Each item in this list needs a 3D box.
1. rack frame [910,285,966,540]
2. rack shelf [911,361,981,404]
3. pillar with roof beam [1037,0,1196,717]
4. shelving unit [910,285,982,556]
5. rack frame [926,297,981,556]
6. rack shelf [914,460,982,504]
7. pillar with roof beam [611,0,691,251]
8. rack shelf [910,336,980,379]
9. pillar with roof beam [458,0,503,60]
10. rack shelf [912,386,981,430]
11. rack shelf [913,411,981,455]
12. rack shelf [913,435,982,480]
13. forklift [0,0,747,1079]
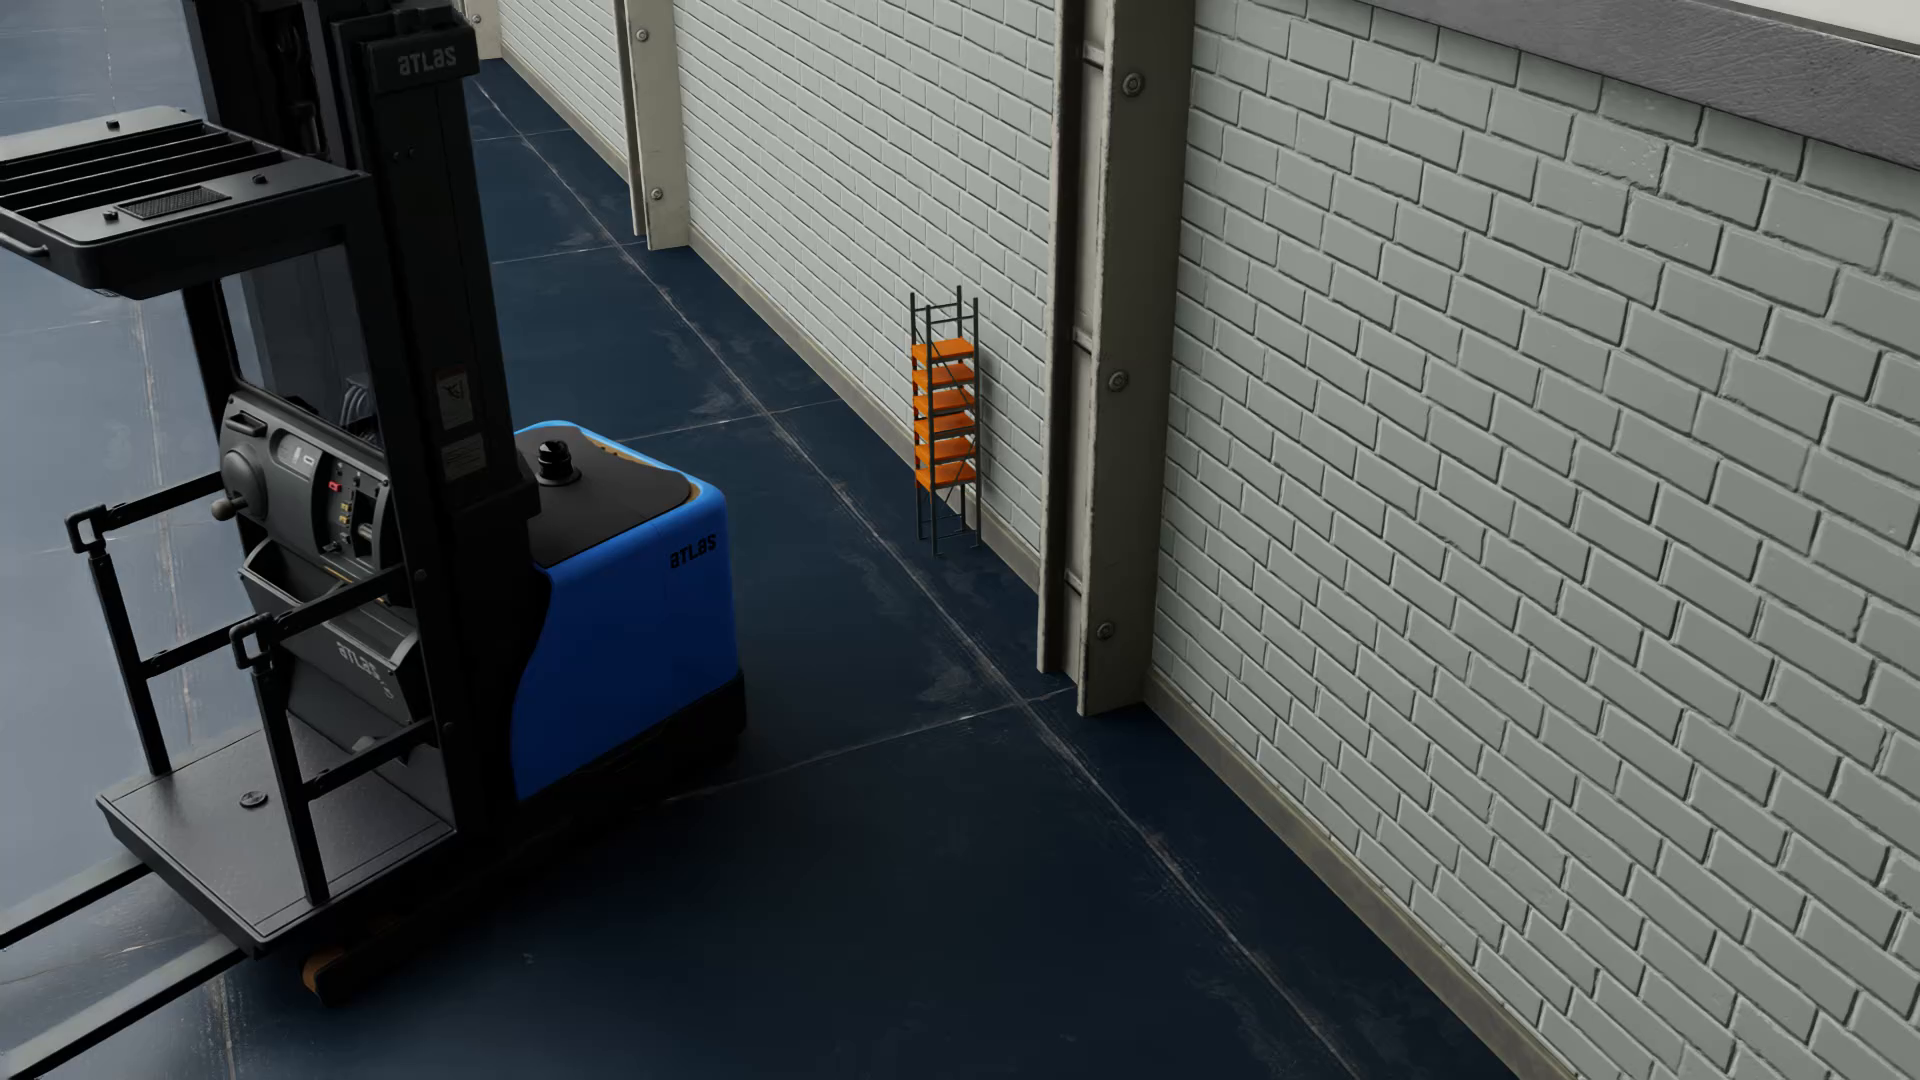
[{"bbox_3d":[-0.095,-0.559,7.521,0.240,1.200,0.006,-12,29,-20],"label":"rack frame"},{"bbox_3d":[-0.063,-0.696,7.357,0.258,0.103,0.180,-12,29,-20],"label":"rack shelf"},{"bbox_3d":[-3.352,-2.446,2.911,9.100,9.000,0.400,-13,32,-22],"label":"pillar with roof beam"},{"bbox_3d":[-0.060,-0.522,7.446,0.258,1.200,0.189,-12,29,-20],"label":"shelving unit"},{"bbox_3d":[-0.024,-0.484,7.370,0.240,1.200,0.006,-12,29,-20],"label":"rack frame"},{"bbox_3d":[-0.055,-0.268,7.575,0.258,0.103,0.180,-12,29,-20],"label":"rack shelf"},{"bbox_3d":[-5.928,-5.096,7.638,9.100,9.000,0.400,-13,32,-22],"label":"pillar with roof beam"},{"bbox_3d":[-0.065,-0.803,7.303,0.258,0.103,0.180,-12,29,-20],"label":"rack shelf"},{"bbox_3d":[-8.504,-7.747,12.364,9.100,9.000,0.400,-13,32,-22],"label":"pillar with roof beam"},{"bbox_3d":[-0.061,-0.589,7.412,0.258,0.103,0.180,-12,29,-20],"label":"rack shelf"},{"bbox_3d":[-0.059,-0.482,7.466,0.258,0.103,0.180,-12,29,-20],"label":"rack shelf"},{"bbox_3d":[-0.057,-0.375,7.520,0.258,0.103,0.180,-12,29,-20],"label":"rack shelf"},{"bbox_3d":[-2.154,-0.125,4.976,1.130,2.935,3.031,23,36,35],"label":"forklift"}]
